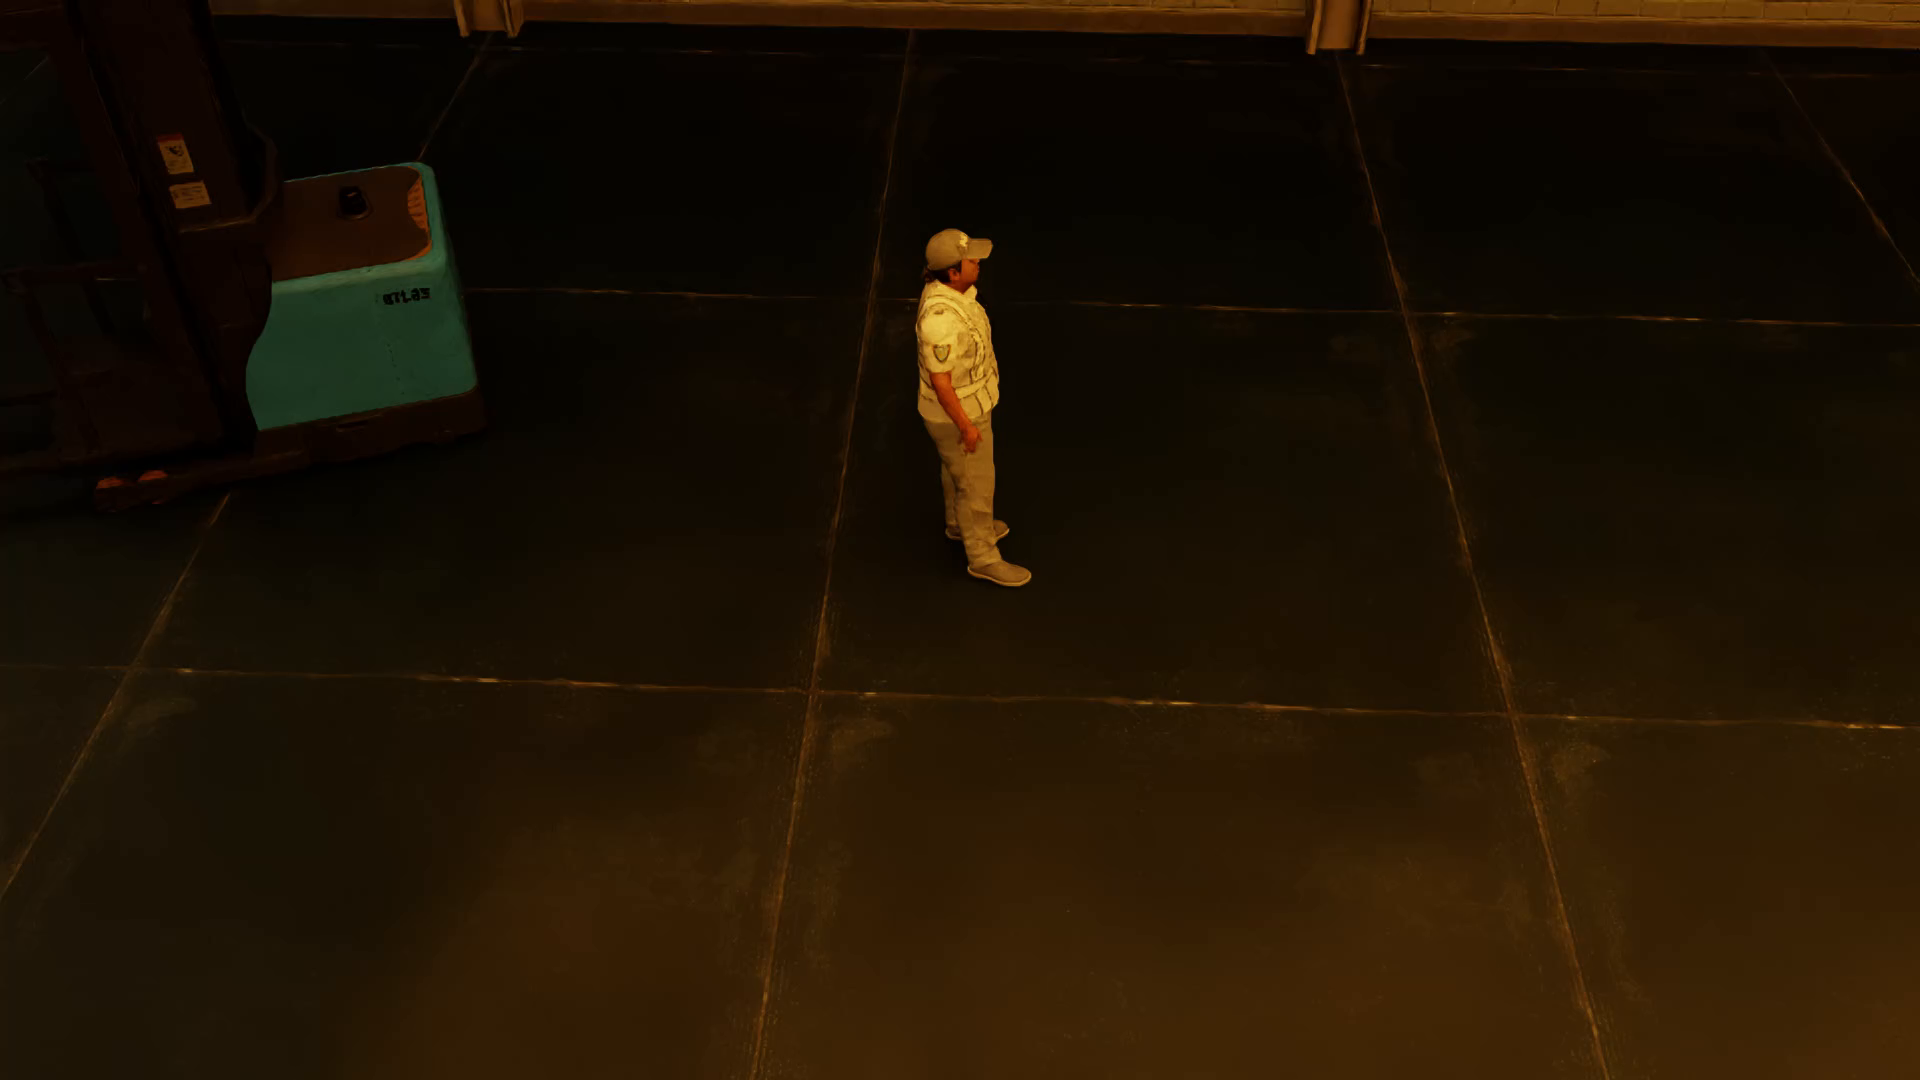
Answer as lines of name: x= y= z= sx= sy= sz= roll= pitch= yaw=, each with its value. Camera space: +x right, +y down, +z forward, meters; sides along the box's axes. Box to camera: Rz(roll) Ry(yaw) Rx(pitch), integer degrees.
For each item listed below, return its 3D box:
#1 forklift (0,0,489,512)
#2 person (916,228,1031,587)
forklift: x=-3.976 y=-1.620 z=7.517 sx=3.031 sy=2.935 sz=1.130 roll=-12 pitch=44 yaw=-13
person: x=0.075 y=-0.603 z=7.330 sx=0.529 sy=1.669 sz=0.598 roll=2 pitch=42 yaw=2
